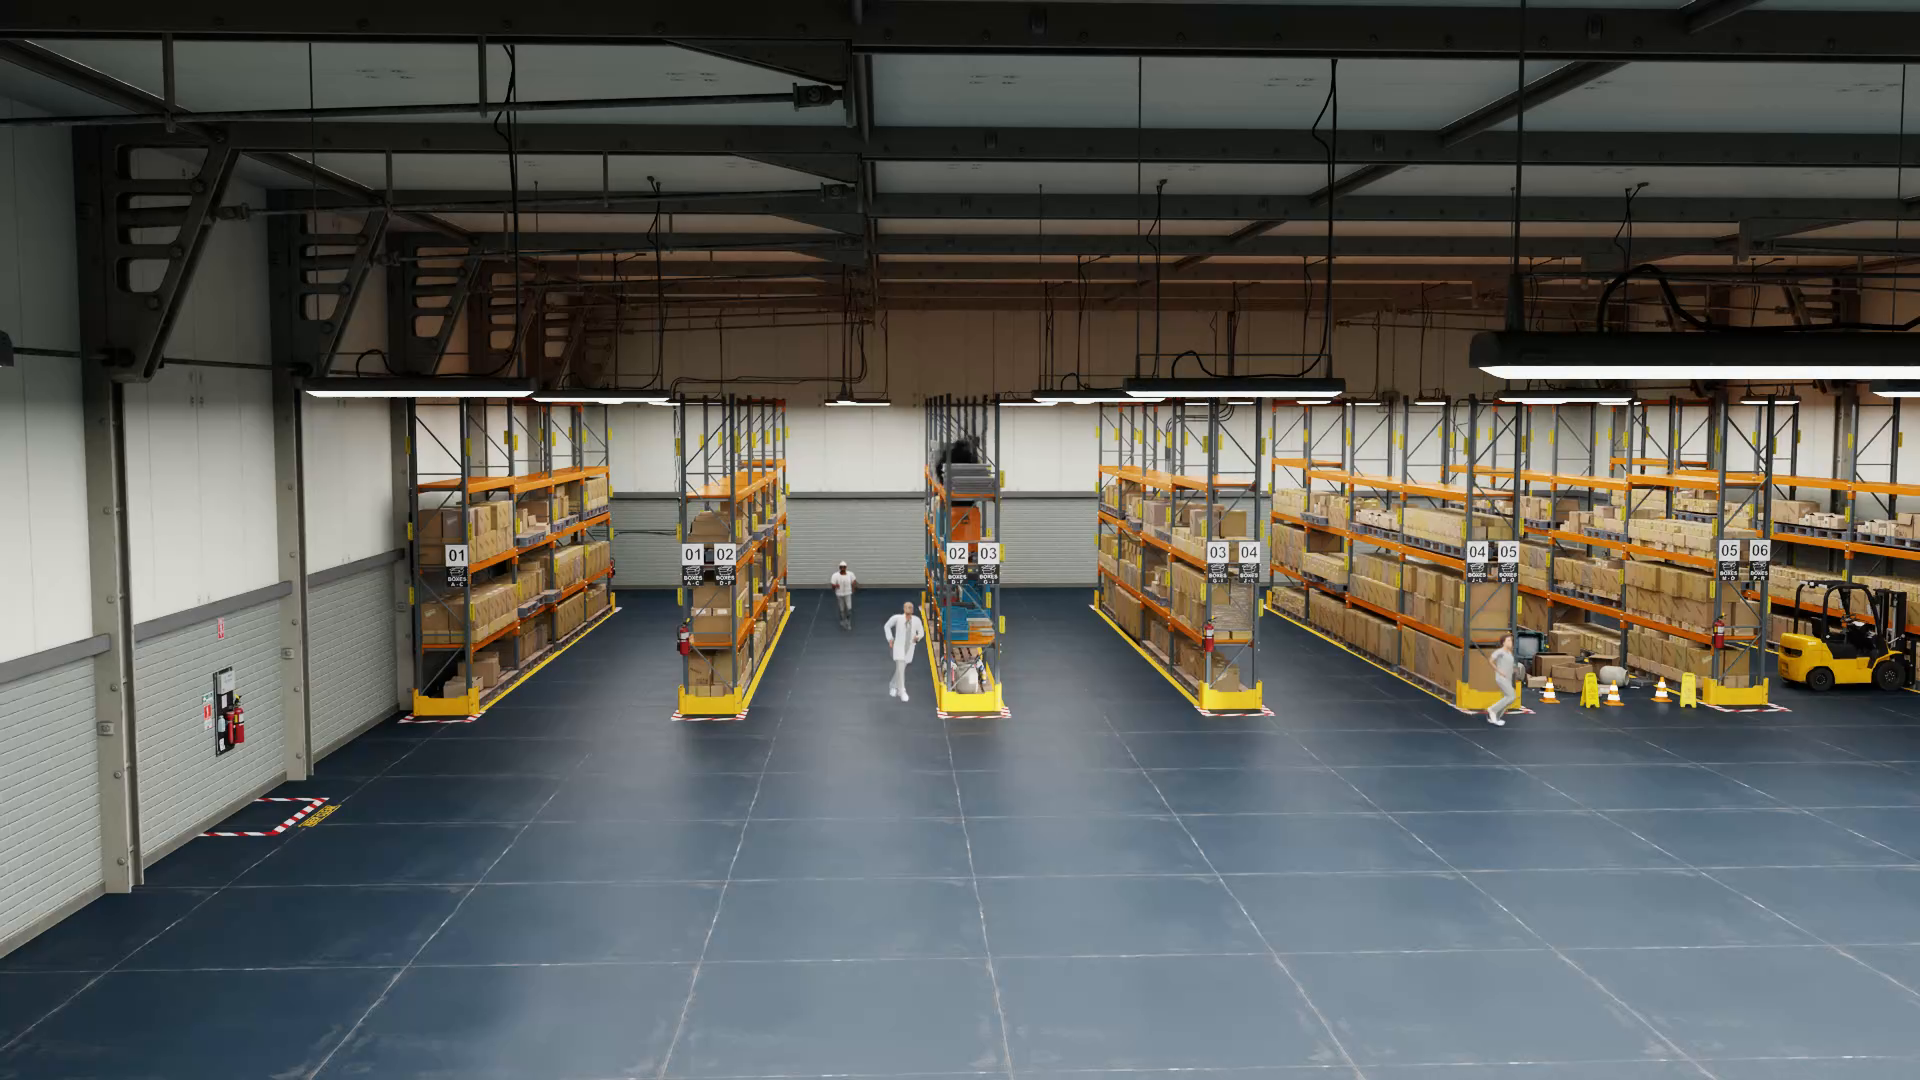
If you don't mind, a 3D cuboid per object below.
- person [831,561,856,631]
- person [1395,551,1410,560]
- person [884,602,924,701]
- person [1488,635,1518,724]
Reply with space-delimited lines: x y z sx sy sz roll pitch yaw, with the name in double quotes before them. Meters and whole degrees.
"person" -3.008 1.453 43.048 0.671 1.806 0.730 -1 5 -7
"person" 13.059 0.980 49.394 0.787 1.737 0.629 0 5 0
"person" -1.026 2.123 31.425 0.712 1.713 0.882 -2 5 -27
"person" 9.872 2.535 30.104 0.512 1.607 0.598 4 6 45
